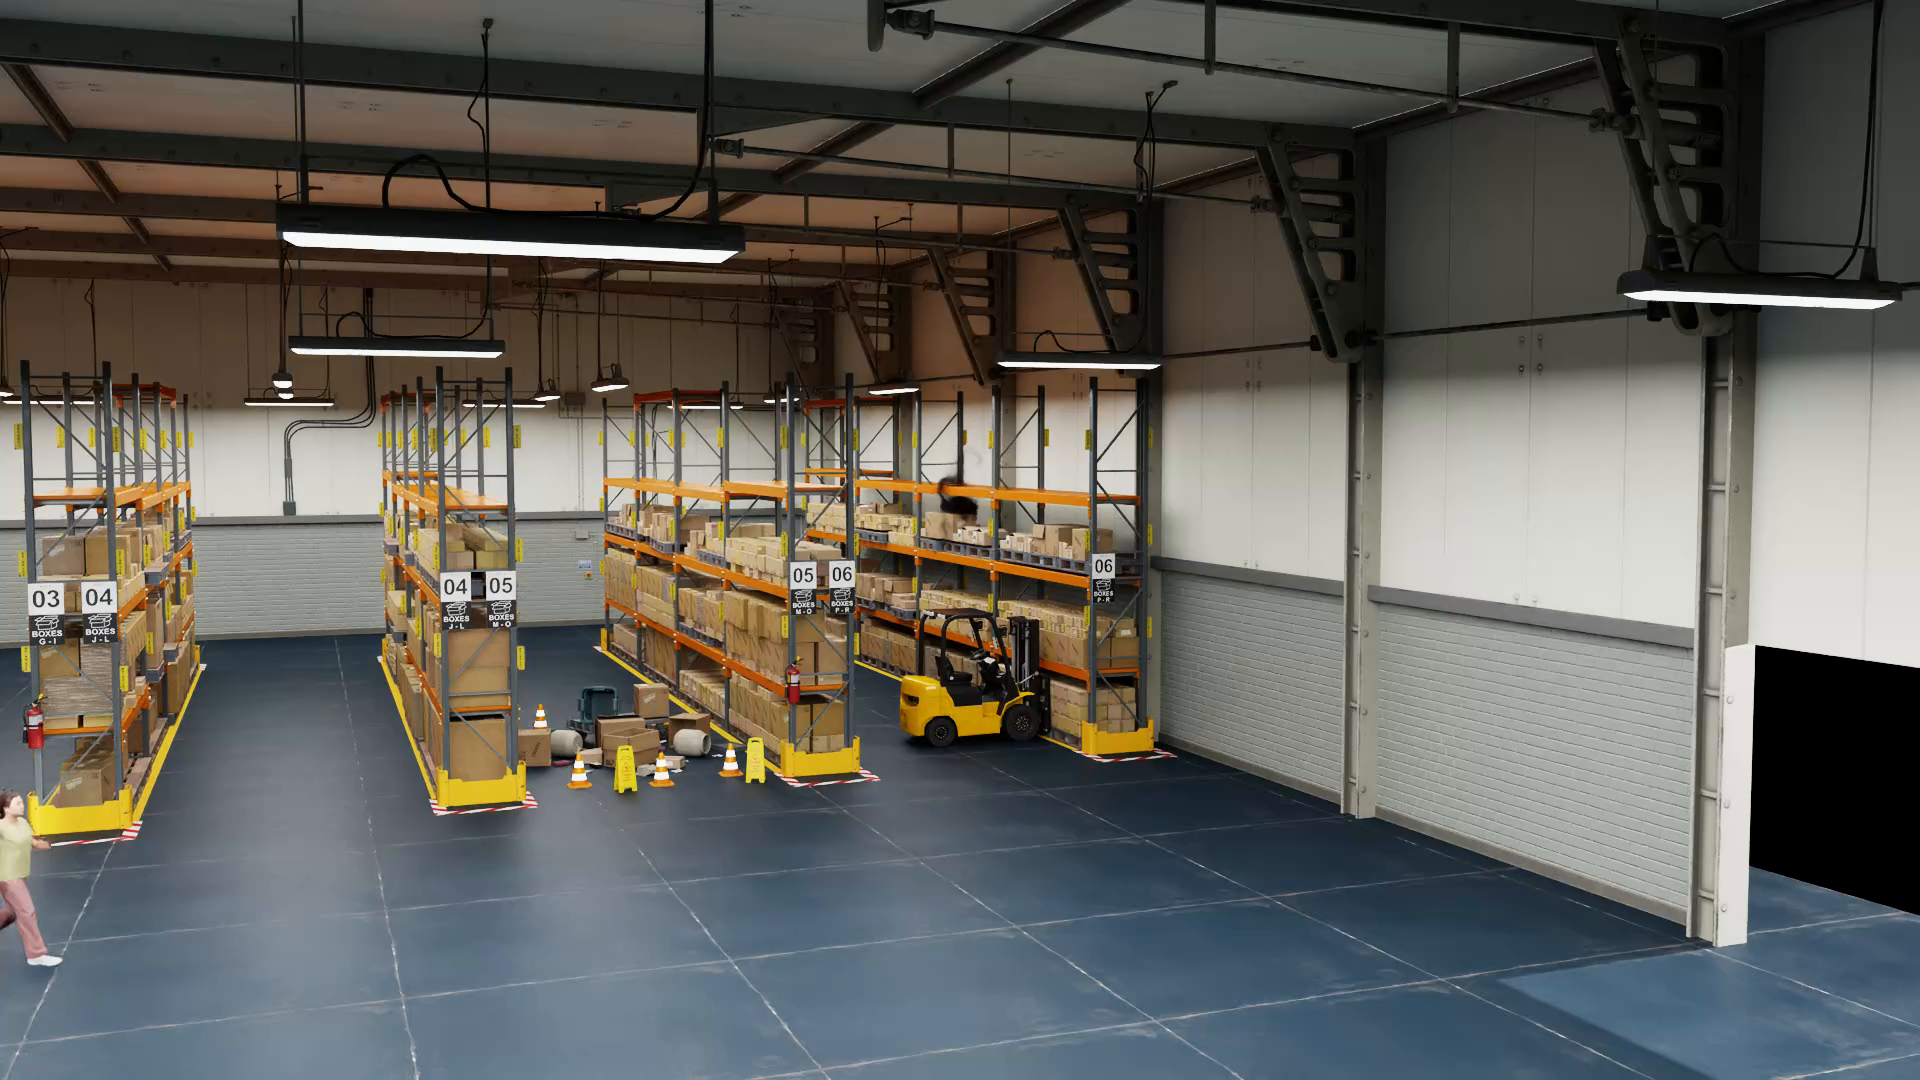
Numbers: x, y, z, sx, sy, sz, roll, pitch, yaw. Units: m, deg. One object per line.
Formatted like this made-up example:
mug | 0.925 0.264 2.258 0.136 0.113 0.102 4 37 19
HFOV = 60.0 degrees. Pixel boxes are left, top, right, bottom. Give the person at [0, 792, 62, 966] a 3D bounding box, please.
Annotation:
person | -8.994 3.195 15.733 0.951 1.653 0.575 0 3 3
